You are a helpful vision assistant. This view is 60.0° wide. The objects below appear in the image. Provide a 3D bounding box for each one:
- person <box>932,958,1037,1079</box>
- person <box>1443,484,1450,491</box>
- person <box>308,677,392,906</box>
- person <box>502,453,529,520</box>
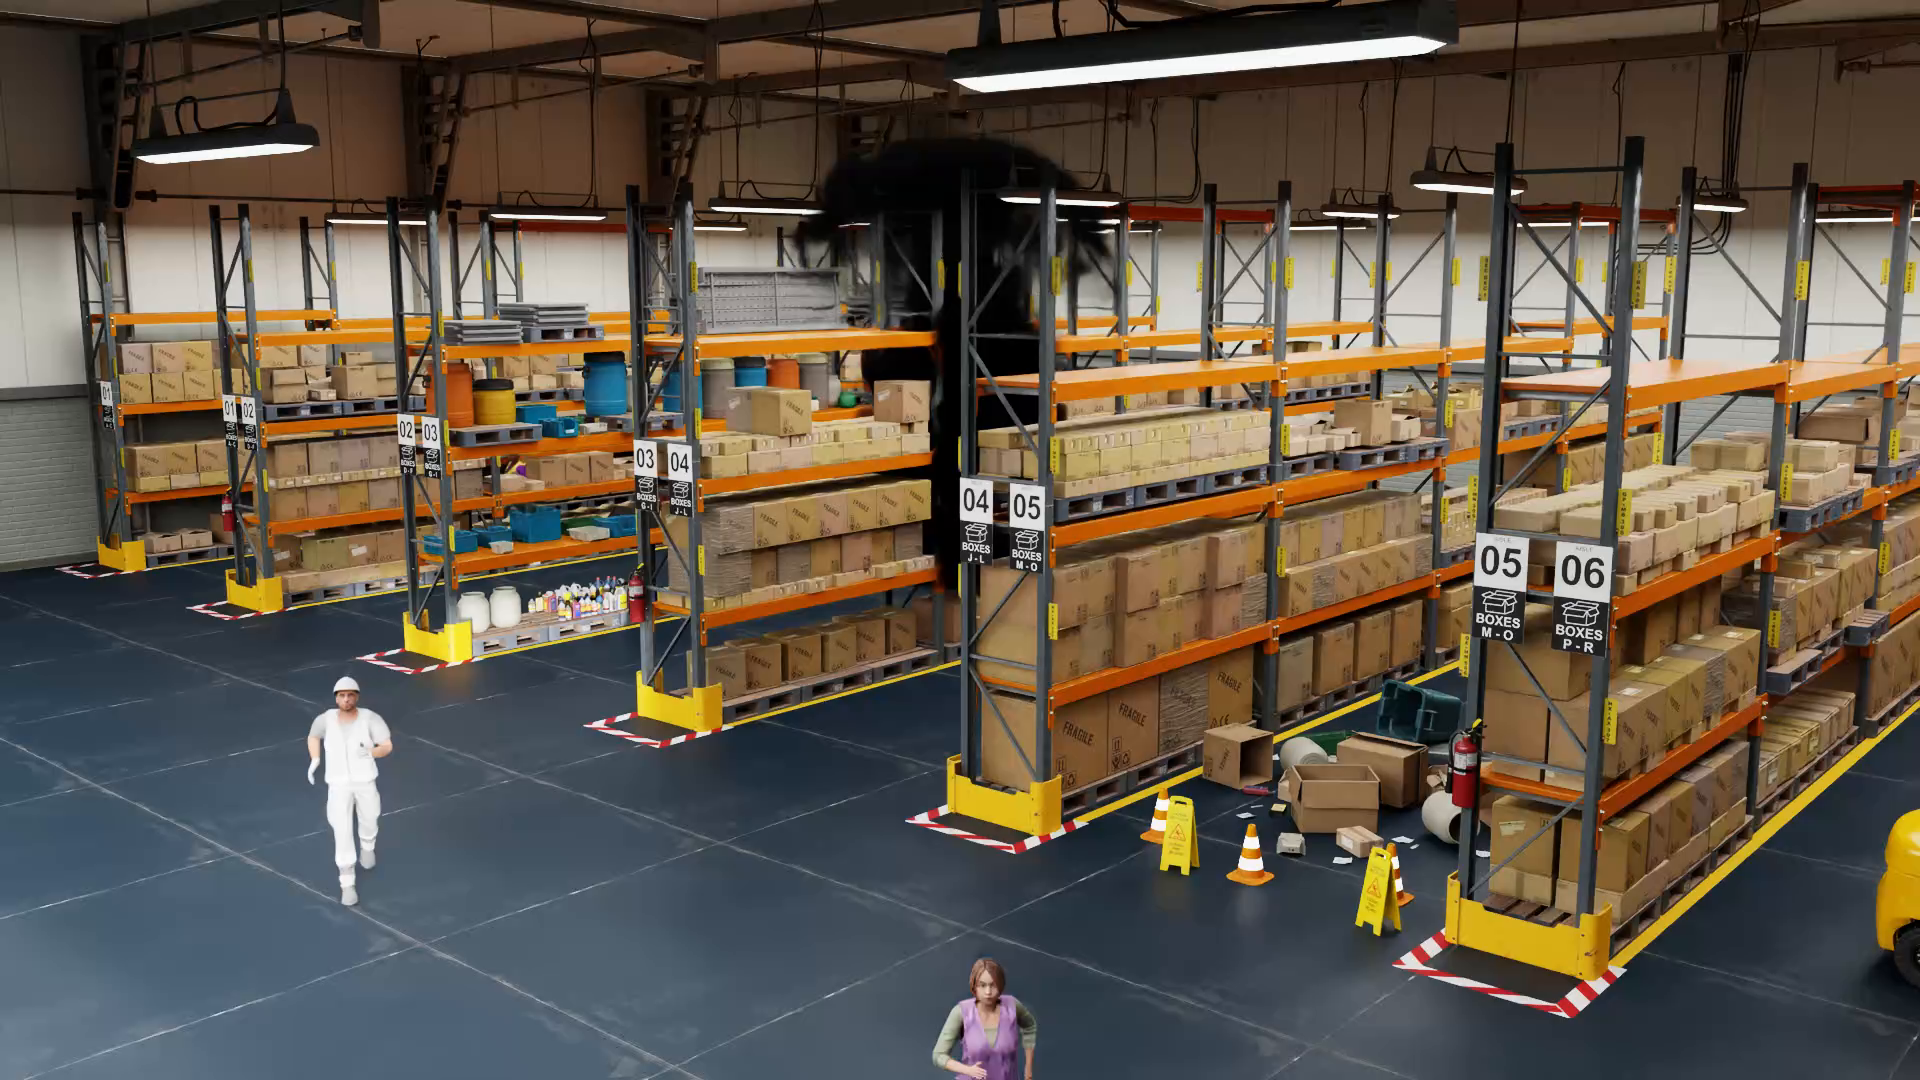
[{"bbox_3d":[0.134,2.936,8.717,0.565,1.597,0.859,-1,9,-3],"label":"person"},{"bbox_3d":[7.615,-0.064,26.373,0.713,1.728,0.607,9,13,42],"label":"person"},{"bbox_3d":[-5.014,1.997,13.713,0.662,1.773,1.002,-3,10,-19],"label":"person"},{"bbox_3d":[-8.235,-0.821,30.851,0.672,1.825,0.782,7,12,36],"label":"person"}]
